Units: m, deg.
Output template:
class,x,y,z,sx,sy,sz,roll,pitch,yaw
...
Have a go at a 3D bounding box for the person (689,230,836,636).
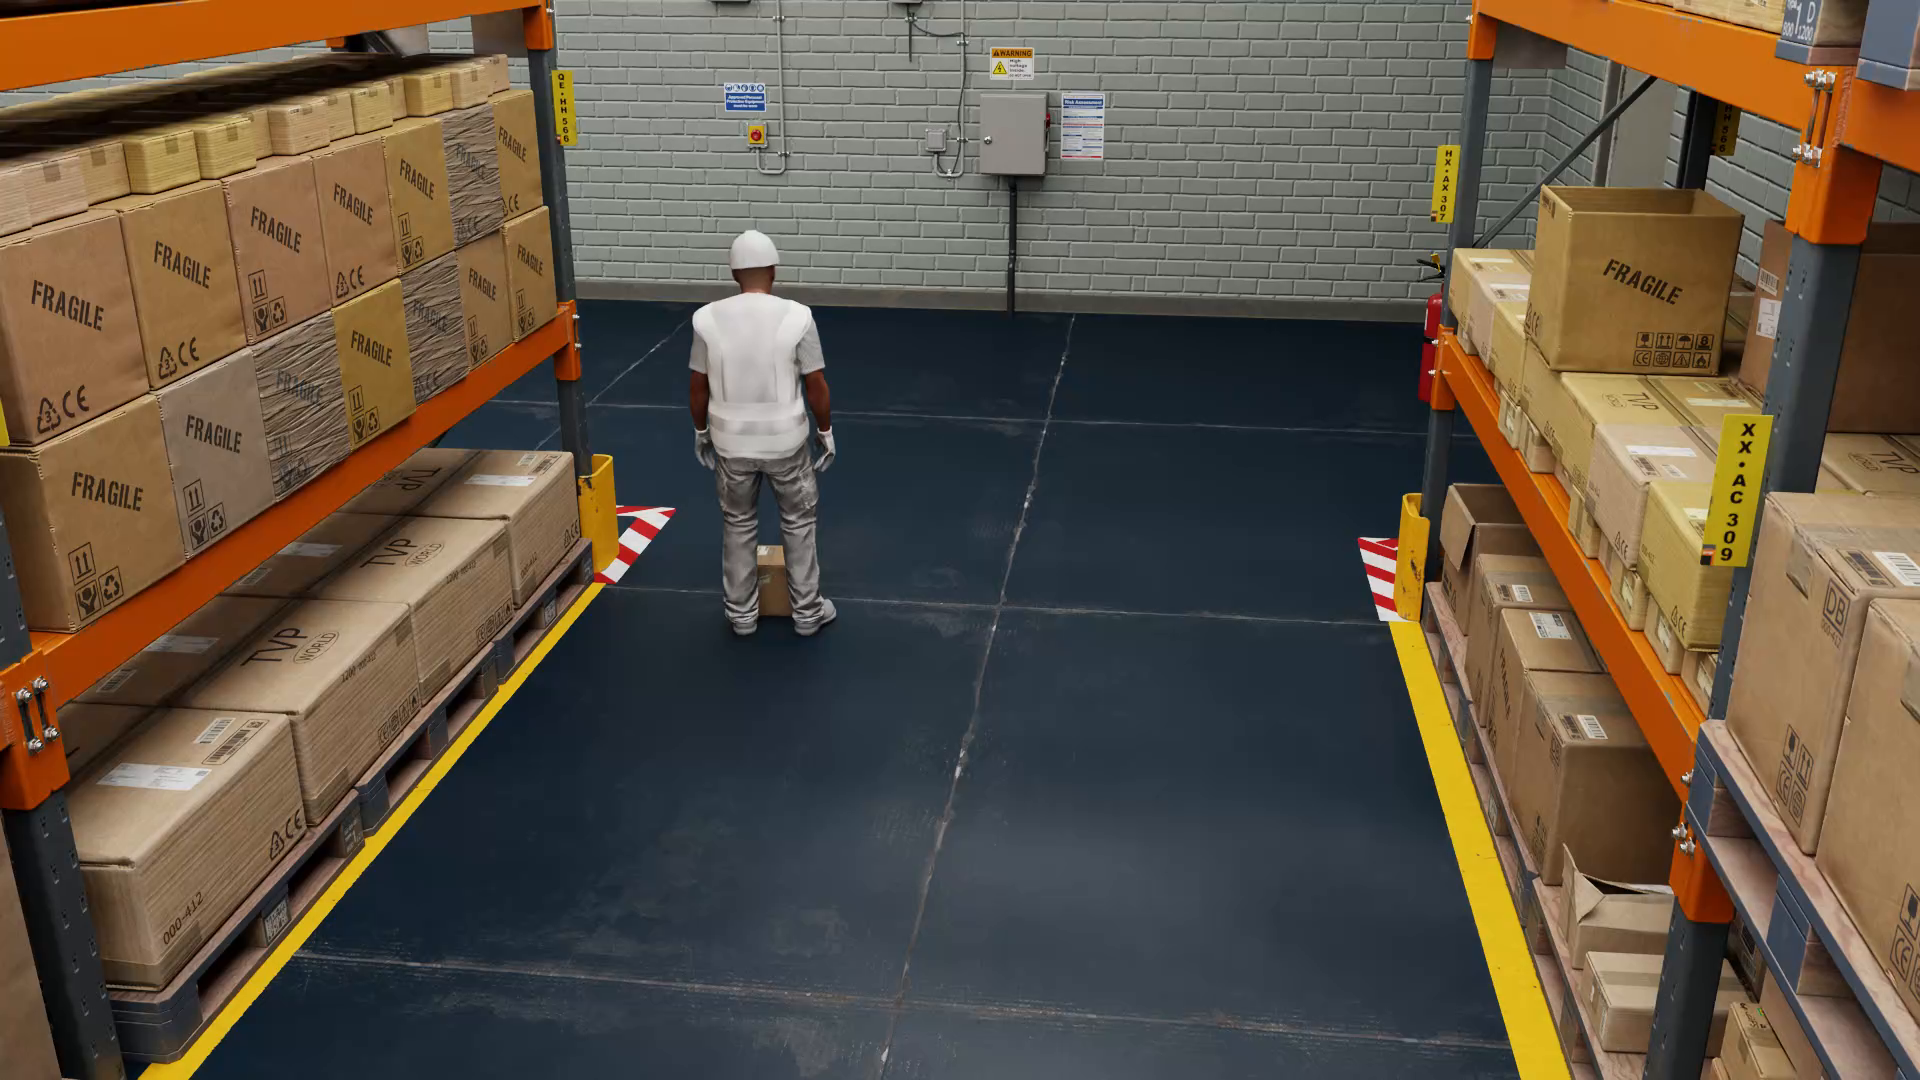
class,x,y,z,sx,sy,sz,roll,pitch,yaw
person,-0.852,-0.442,7.219,0.617,1.774,0.450,2,21,4
